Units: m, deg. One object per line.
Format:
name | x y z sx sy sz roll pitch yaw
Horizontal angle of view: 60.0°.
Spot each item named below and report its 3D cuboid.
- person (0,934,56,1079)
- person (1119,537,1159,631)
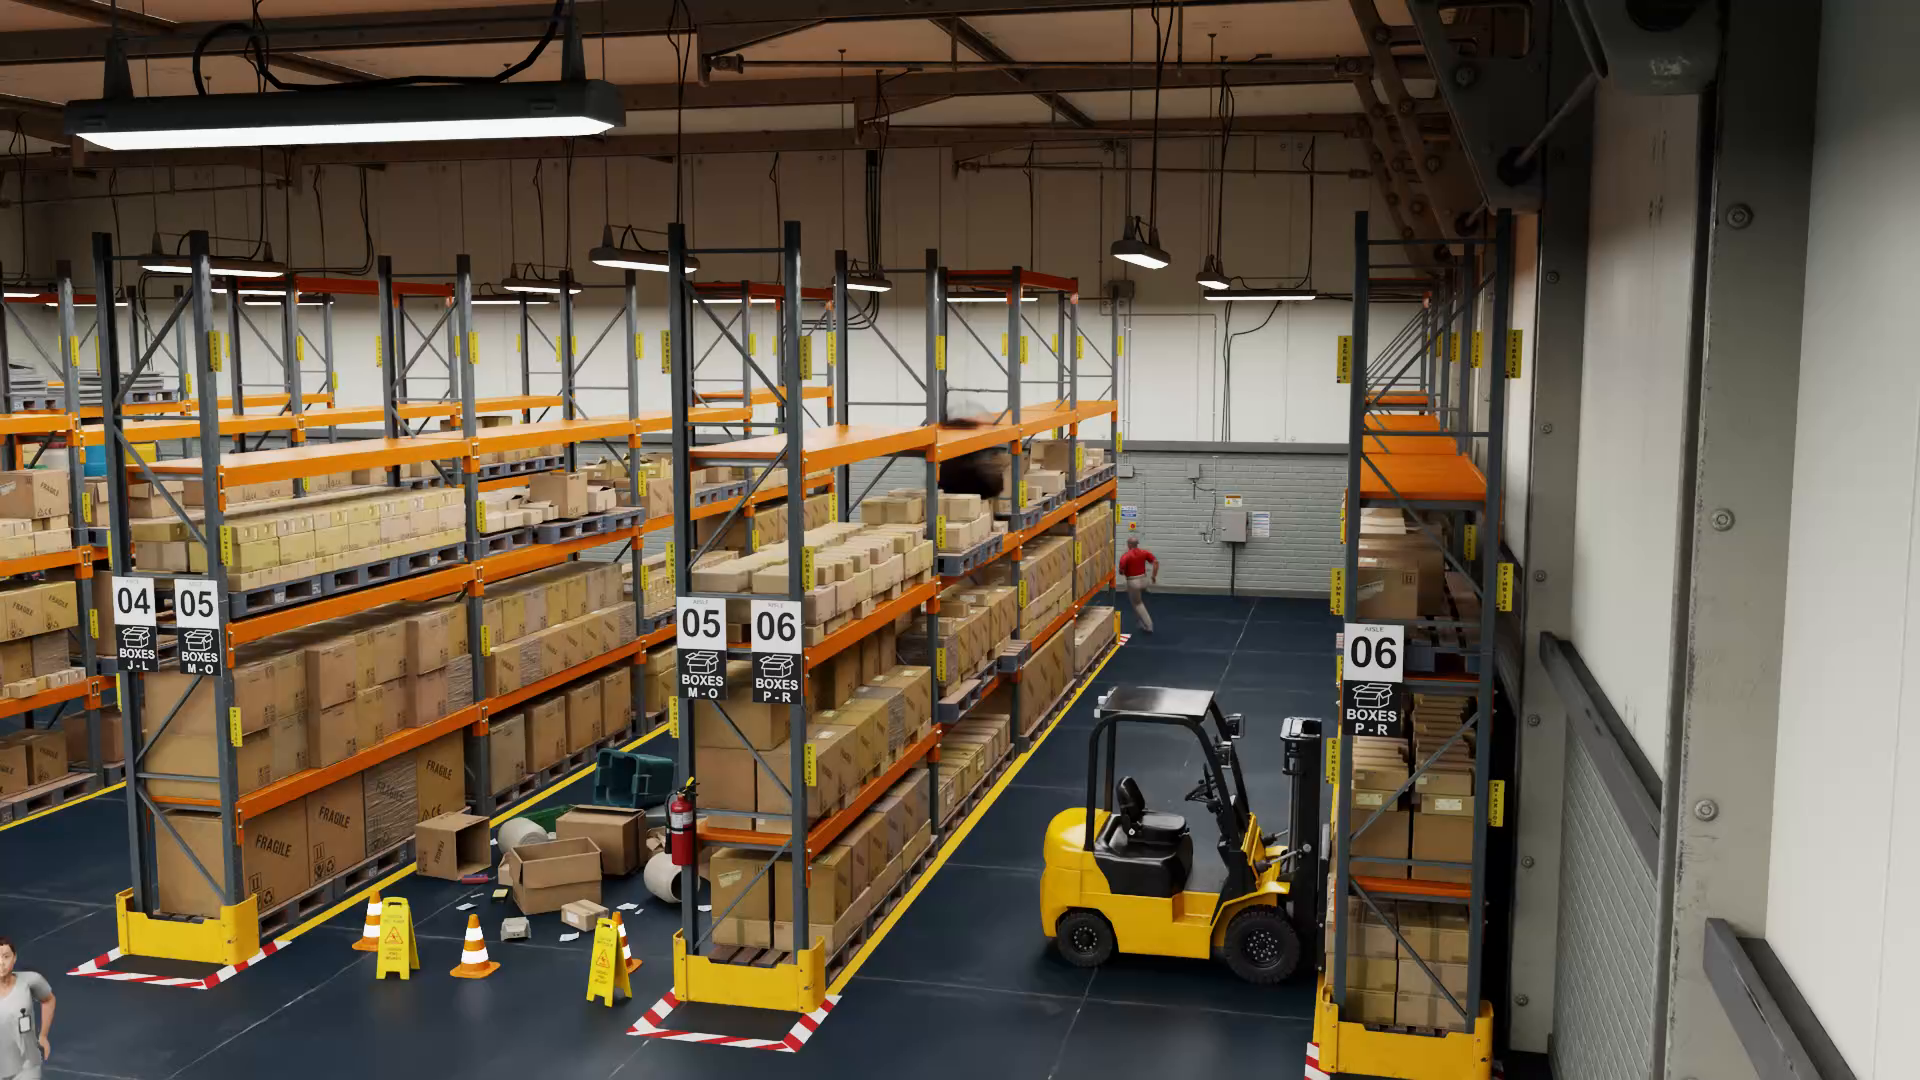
person | -5.671 3.151 9.908 0.569 1.658 0.868 -5 9 -35
person | 3.060 0.773 29.139 0.661 1.689 0.667 -4 8 -31
